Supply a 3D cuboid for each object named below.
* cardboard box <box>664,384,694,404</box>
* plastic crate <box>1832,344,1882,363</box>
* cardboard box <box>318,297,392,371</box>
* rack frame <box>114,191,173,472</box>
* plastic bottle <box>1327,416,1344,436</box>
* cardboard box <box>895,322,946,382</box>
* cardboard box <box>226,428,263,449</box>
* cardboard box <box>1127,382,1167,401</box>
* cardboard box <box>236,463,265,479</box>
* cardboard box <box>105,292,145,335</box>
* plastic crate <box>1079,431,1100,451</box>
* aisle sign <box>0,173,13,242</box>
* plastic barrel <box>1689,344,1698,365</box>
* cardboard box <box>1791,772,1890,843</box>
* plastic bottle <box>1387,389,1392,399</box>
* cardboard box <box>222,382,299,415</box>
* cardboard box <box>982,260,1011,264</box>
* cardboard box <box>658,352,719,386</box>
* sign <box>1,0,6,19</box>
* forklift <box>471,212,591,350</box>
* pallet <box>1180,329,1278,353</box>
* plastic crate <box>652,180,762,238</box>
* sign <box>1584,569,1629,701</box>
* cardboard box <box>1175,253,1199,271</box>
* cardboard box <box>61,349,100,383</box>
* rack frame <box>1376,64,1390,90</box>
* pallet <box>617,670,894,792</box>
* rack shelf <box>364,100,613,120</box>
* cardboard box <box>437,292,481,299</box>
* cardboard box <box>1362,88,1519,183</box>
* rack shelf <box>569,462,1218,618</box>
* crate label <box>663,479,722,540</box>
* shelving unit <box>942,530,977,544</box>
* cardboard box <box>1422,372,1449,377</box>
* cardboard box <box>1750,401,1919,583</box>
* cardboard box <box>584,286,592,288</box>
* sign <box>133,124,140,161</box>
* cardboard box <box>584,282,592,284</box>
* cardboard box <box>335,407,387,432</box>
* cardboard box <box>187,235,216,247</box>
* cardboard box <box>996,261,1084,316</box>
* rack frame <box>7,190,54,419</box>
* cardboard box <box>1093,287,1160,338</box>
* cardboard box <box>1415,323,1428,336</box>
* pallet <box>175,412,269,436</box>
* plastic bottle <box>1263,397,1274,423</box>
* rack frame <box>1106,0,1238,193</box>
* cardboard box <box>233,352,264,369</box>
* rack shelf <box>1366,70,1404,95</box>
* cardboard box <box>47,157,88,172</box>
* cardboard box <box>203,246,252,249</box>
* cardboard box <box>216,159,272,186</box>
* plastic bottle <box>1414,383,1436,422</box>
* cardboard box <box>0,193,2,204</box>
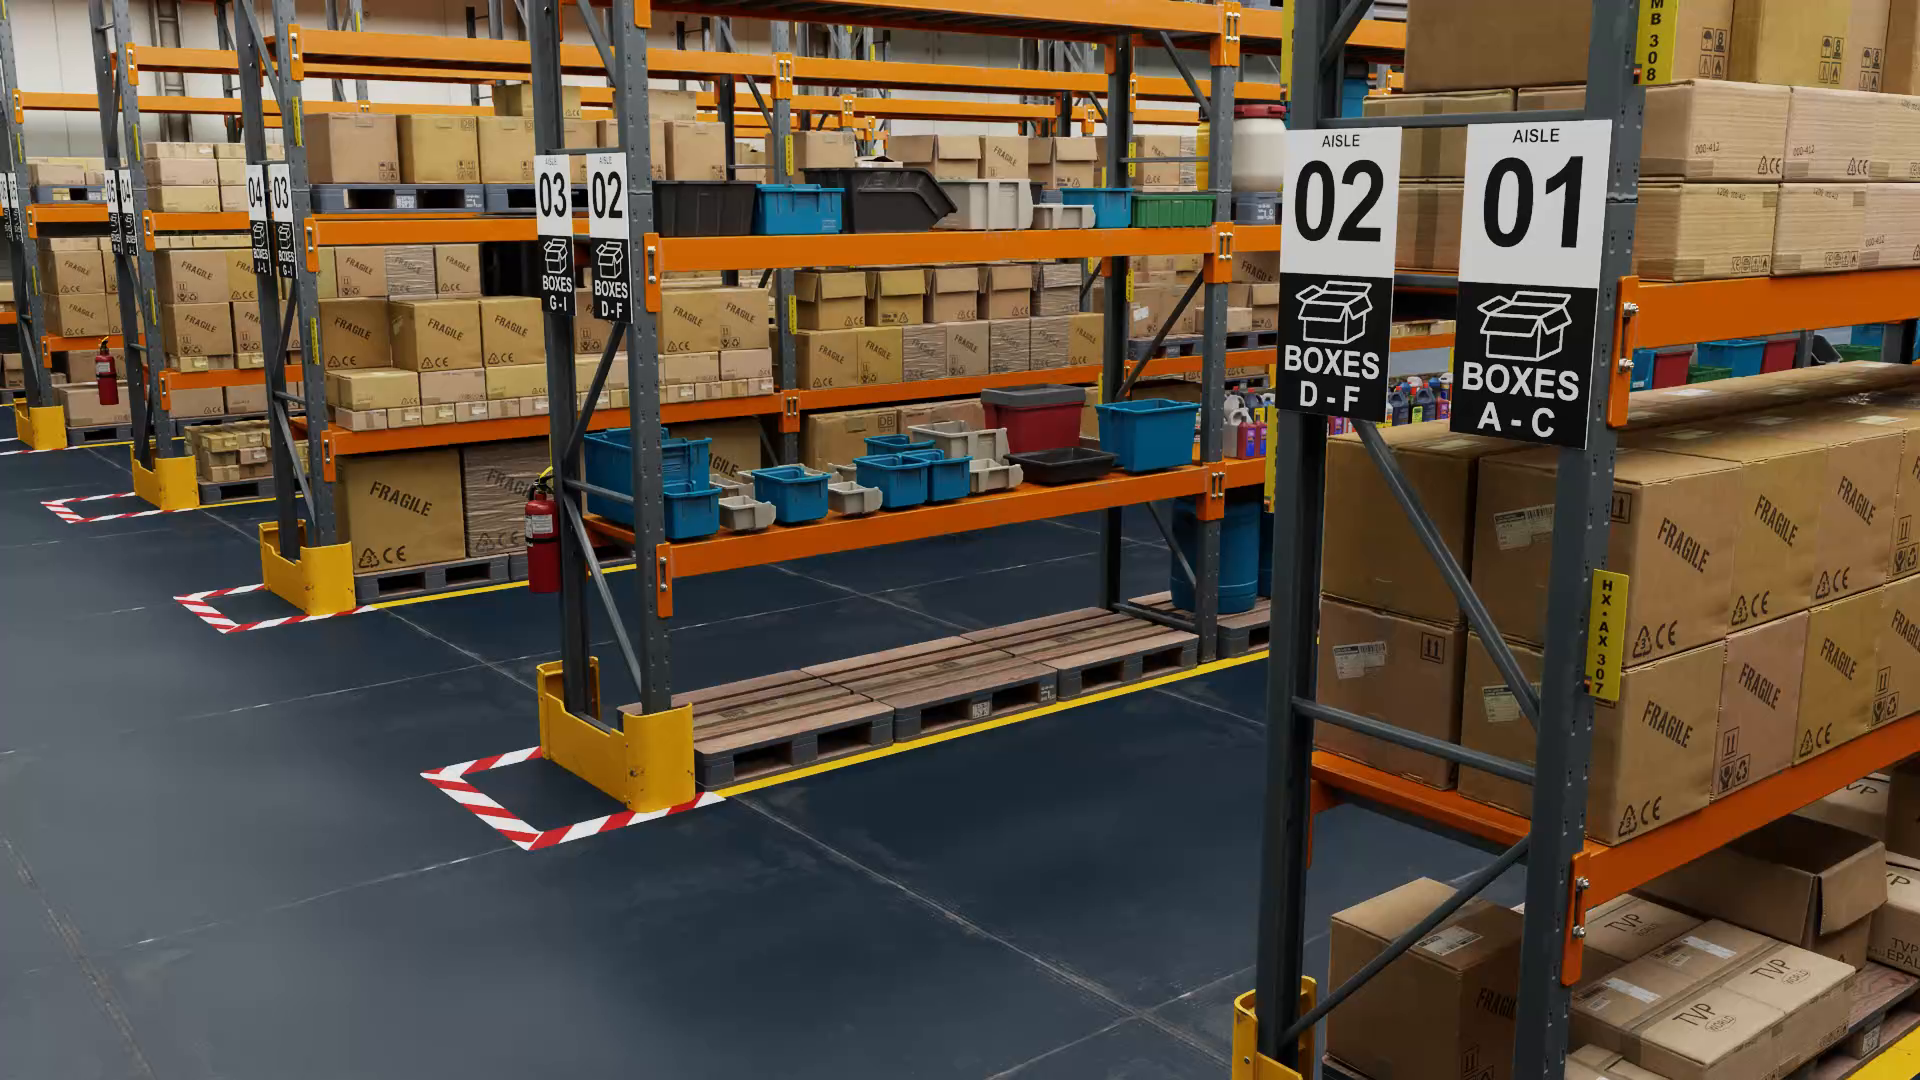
[{"bbox_3d":[-2.411,-1.235,13.829,0.250,0.149,0.380,-9,15,-37],"label":"cardboard box"},{"bbox_3d":[8.802,-1.812,16.452,0.662,0.188,0.450,-9,15,-38],"label":"plastic crate"},{"bbox_3d":[-4.683,-1.577,12.671,0.500,0.500,0.500,-9,15,-37],"label":"cardboard box"},{"bbox_3d":[-7.919,-1.849,16.116,0.127,3.000,1.000,-9,15,-38],"label":"rack frame"},{"bbox_3d":[2.565,-0.784,11.380,0.133,0.283,0.061,-9,15,-38],"label":"plastic bottle"},{"bbox_3d":[-0.477,-1.749,15.404,0.500,0.500,0.500,-10,15,-39],"label":"cardboard box"},{"bbox_3d":[-7.157,-1.019,16.628,0.250,0.149,0.380,-9,15,-37],"label":"cardboard box"},{"bbox_3d":[1.852,-1.521,17.723,0.500,0.250,0.500,-9,15,-35],"label":"cardboard box"},{"bbox_3d":[-7.157,-0.724,16.667,0.250,0.149,0.380,-10,15,-38],"label":"cardboard box"},{"bbox_3d":[-10.158,-2.774,20.230,0.500,0.500,0.500,-10,15,-38],"label":"cardboard box"},{"bbox_3d":[0.866,-0.611,10.773,0.243,0.136,0.396,-9,15,-38],"label":"plastic crate"},{"bbox_3d":[-11.340,-3.952,19.758,0.004,0.787,0.394,-9,15,-38],"label":"aisle sign"},{"bbox_3d":[6.681,-1.763,15.385,0.433,0.535,0.433,0,12,0],"label":"plastic barrel"},{"bbox_3d":[3.947,1.176,7.284,0.500,0.311,0.500,-9,15,-38],"label":"cardboard box"},{"bbox_3d":[3.329,-1.078,12.960,0.097,0.201,0.097,0,12,0],"label":"plastic bottle"},{"bbox_3d":[-9.223,-1.930,21.653,0.875,0.438,0.875,-10,16,-39],"label":"cardboard box"},{"bbox_3d":[0.272,-3.746,22.403,0.500,0.500,0.700,-9,15,-37],"label":"cardboard box"},{"bbox_3d":[-2.359,-1.456,13.907,0.500,0.250,0.500,-9,15,-36],"label":"cardboard box"},{"bbox_3d":[-10.748,-6.017,18.671,0.005,0.325,0.100,-9,15,-38],"label":"sign"},{"bbox_3d":[-3.655,-1.738,15.756,1.130,2.935,3.031,12,17,43],"label":"forklift"},{"bbox_3d":[2.868,-2.239,18.416,1.213,0.211,1.003,-9,15,-38],"label":"pallet"},{"bbox_3d":[-1.330,-1.637,8.207,0.590,0.269,0.497,-9,15,-38],"label":"plastic crate"},{"bbox_3d":[1.626,0.240,4.193,0.005,0.325,0.100,-9,15,-38],"label":"sign"},{"bbox_3d":[3.034,-4.258,24.501,0.500,0.550,0.875,-9,15,-38],"label":"cardboard box"},{"bbox_3d":[-12.965,-2.595,24.635,0.500,0.500,0.700,-9,15,-35],"label":"cardboard box"},{"bbox_3d":[4.471,-5.523,18.976,0.127,3.000,1.000,-9,15,-38],"label":"rack frame"},{"bbox_3d":[-1.137,1.035,9.247,1.213,0.211,1.003,-9,15,-38],"label":"pallet"},{"bbox_3d":[-6.405,-5.805,22.995,4.000,0.370,1.077,-9,15,-38],"label":"rack shelf"},{"bbox_3d":[-5.403,-2.387,17.692,0.500,0.500,0.500,-10,16,-39],"label":"cardboard box"},{"bbox_3d":[1.528,-1.171,4.858,0.500,0.250,0.500,-9,15,-38],"label":"cardboard box"},{"bbox_3d":[-0.243,-0.136,9.780,4.000,0.370,1.077,-9,15,-38],"label":"rack shelf"},{"bbox_3d":[-1.407,-0.155,8.393,0.303,0.233,0.416,-9,15,-38],"label":"crate label"},{"bbox_3d":[-0.006,-0.439,14.530,0.210,0.900,0.258,-9,15,-38],"label":"shelving unit"},{"bbox_3d":[6.150,-1.851,21.131,0.500,0.500,0.500,-8,14,-32],"label":"cardboard box"},{"bbox_3d":[2.991,-0.177,5.591,0.500,0.500,0.500,-10,15,-38],"label":"cardboard box"},{"bbox_3d":[-4.200,-2.718,18.371,0.250,0.149,0.380,-8,15,-35],"label":"cardboard box"},{"bbox_3d":[-7.580,-3.656,15.300,0.005,0.325,0.100,-9,15,-38],"label":"sign"},{"bbox_3d":[-4.192,-2.894,19.197,0.250,0.149,0.380,-10,16,-39],"label":"cardboard box"},{"bbox_3d":[-4.416,-0.901,12.257,0.250,0.149,0.380,-9,15,-37],"label":"cardboard box"},{"bbox_3d":[-9.403,-3.690,20.575,0.250,0.149,0.380,-10,16,-39],"label":"cardboard box"},{"bbox_3d":[0.767,-2.517,16.606,0.637,0.503,0.797,-9,15,-36],"label":"cardboard box"},{"bbox_3d":[-11.090,-2.639,19.836,0.127,3.000,1.000,-9,15,-38],"label":"rack frame"},{"bbox_3d":[1.744,-2.401,17.461,0.500,0.500,0.500,11,16,43],"label":"cardboard box"},{"bbox_3d":[5.397,-2.546,20.004,0.250,0.149,0.380,-9,15,-38],"label":"cardboard box"},{"bbox_3d":[-9.563,-1.549,21.415,1.213,0.211,1.003,-9,15,-38],"label":"pallet"},{"bbox_3d":[2.196,-0.883,11.876,0.097,0.271,0.097,0,12,0],"label":"plastic bottle"},{"bbox_3d":[1.318,-3.682,10.304,0.127,3.000,1.000,-9,15,-38],"label":"rack frame"},{"bbox_3d":[-7.045,-1.781,16.401,0.250,0.149,0.380,-10,16,-39],"label":"cardboard box"},{"bbox_3d":[6.033,-5.429,20.273,4.000,0.370,1.077,-9,15,-38],"label":"rack shelf"},{"bbox_3d":[-12.898,-5.375,23.939,0.500,0.250,0.500,-10,15,-39],"label":"cardboard box"},{"bbox_3d":[-7.321,-2.698,16.750,0.500,0.500,0.500,-10,16,-40],"label":"cardboard box"},{"bbox_3d":[-7.007,-3.570,16.158,0.500,0.250,0.500,-10,15,-38],"label":"cardboard box"},{"bbox_3d":[3.350,-0.958,12.040,0.185,0.351,0.144,-9,15,-38],"label":"plastic bottle"},{"bbox_3d":[-13.611,-4.830,23.537,0.250,0.149,0.380,-9,15,-37],"label":"cardboard box"}]
